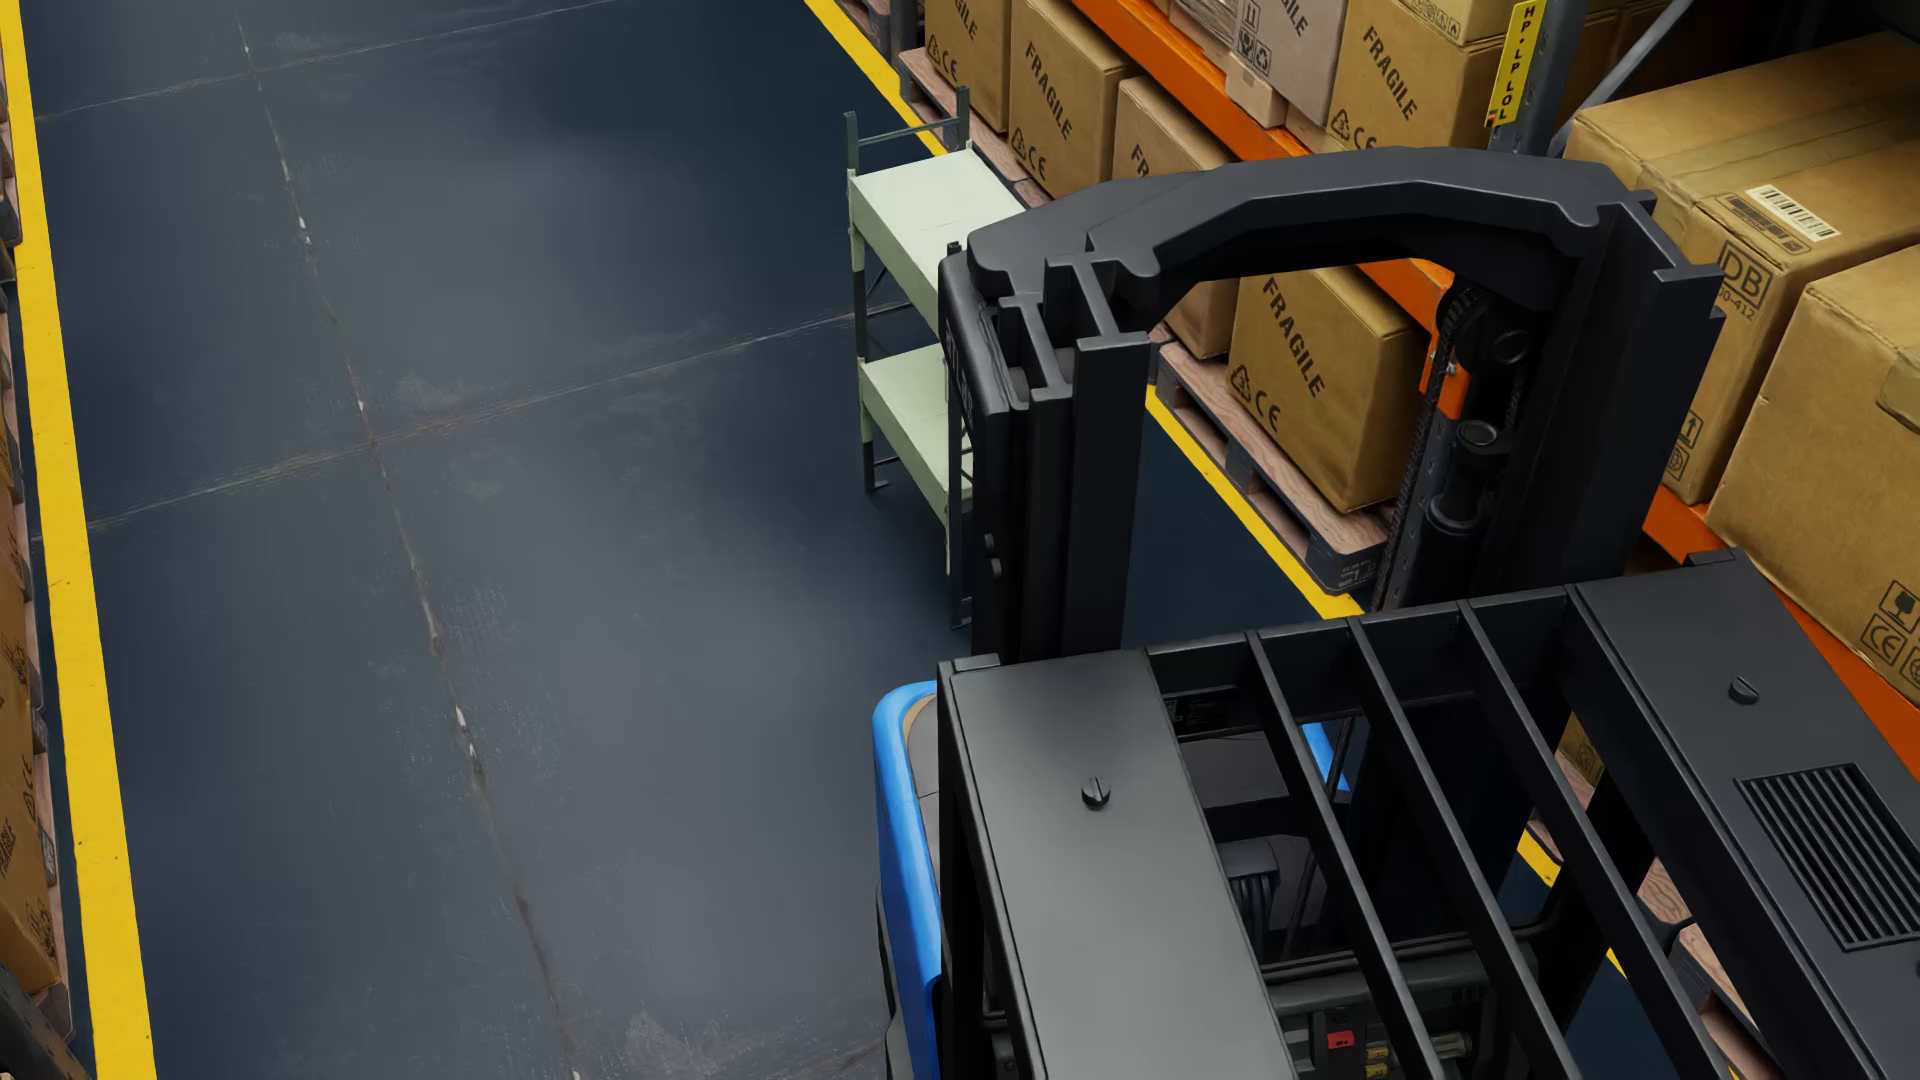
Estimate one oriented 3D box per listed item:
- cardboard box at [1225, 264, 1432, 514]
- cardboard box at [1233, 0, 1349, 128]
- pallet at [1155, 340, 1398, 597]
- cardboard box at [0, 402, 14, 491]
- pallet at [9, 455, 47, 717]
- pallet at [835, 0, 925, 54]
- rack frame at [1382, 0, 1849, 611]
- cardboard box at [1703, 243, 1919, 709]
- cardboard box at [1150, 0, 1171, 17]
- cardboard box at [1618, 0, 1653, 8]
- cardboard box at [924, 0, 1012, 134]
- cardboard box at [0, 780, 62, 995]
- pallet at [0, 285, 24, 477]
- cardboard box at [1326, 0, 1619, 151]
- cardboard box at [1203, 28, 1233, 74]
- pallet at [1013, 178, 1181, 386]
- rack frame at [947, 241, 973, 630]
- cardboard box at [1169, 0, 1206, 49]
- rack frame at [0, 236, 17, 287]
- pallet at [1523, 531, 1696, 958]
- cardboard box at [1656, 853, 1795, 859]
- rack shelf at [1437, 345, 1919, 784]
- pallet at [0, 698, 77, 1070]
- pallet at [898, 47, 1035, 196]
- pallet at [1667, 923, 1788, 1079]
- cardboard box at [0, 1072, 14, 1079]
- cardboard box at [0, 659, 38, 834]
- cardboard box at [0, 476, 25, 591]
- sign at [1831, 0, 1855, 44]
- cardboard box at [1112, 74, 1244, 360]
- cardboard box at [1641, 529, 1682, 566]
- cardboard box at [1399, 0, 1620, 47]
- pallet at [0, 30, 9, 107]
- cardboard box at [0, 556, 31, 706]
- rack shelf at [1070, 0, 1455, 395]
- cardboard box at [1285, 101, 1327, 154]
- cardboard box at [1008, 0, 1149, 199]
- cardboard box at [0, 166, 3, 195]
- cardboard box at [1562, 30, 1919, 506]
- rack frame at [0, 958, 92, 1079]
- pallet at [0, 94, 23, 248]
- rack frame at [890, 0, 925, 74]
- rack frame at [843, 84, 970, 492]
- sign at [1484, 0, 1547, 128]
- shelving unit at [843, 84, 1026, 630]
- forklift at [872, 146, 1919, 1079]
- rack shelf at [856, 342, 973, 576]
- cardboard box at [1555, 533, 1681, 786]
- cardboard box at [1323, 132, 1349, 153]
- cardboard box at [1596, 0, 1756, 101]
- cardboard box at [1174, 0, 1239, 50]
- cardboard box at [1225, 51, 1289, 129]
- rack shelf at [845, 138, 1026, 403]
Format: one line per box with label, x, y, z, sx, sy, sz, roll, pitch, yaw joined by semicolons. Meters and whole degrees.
cardboard box;1.438;-0.690;5.545;0.750;0.750;0.750;-18;47;-17
cardboard box;1.183;-1.620;4.959;0.500;0.500;0.500;-18;47;-17
pallet;1.436;-0.407;6.012;1.003;0.211;1.213;-18;47;-17
cardboard box;-3.522;-0.424;5.510;0.500;0.500;0.500;-20;48;-19
pallet;-3.557;0.242;5.354;1.003;0.211;1.213;-18;47;-17
pallet;-0.180;-2.985;8.625;1.003;0.211;1.213;-18;47;-17
rack frame;1.829;-0.930;4.557;1.000;3.000;0.127;-18;47;-17
cardboard box;2.344;-0.219;3.623;0.980;0.700;0.700;-19;48;-18
cardboard box;0.834;-1.975;5.780;0.380;0.149;0.250;-17;47;-16
cardboard box;1.872;-1.715;4.522;0.500;0.250;0.500;-17;47;-16
cardboard box;0.337;-2.356;7.233;0.750;0.750;0.750;-19;48;-18
cardboard box;-2.646;0.888;4.180;0.500;0.500;0.500;-20;48;-19
pallet;-4.066;-0.534;6.141;1.003;0.211;1.213;-18;47;-17
cardboard box;1.406;-1.298;4.633;0.500;0.500;0.500;-19;48;-18
cardboard box;1.027;-1.638;5.439;0.380;0.149;0.250;-18;47;-17
pallet;0.919;-1.185;6.801;1.003;0.211;1.213;-18;47;-17
rack frame;0.151;-0.305;4.991;0.400;1.500;0.023;-18;47;-17
cardboard box;0.935;-1.802;5.605;0.380;0.149;0.250;-19;48;-18
rack frame;-4.346;-2.014;5.655;1.000;3.000;0.127;-18;47;-17
pallet;2.078;0.570;5.022;1.003;0.211;1.213;-18;47;-17
cardboard box;2.258;0.638;4.448;0.700;0.500;0.500;-18;48;-18
rack shelf;2.670;0.601;3.518;1.077;0.370;4.000;-18;47;-17
pallet;-3.040;1.021;4.565;1.003;0.211;1.213;-18;47;-17
pallet;0.410;-1.962;7.588;1.003;0.211;1.213;-18;47;-17
pallet;2.594;1.349;4.233;1.003;0.211;1.213;-18;47;-17
cardboard box;-2.167;1.548;3.512;0.500;0.500;0.500;-18;47;-17
cardboard box;-2.881;0.552;4.522;0.500;0.500;0.500;-17;47;-17
cardboard box;-3.296;-0.091;5.173;0.500;0.500;0.500;-20;48;-19
sign;2.332;-1.431;4.392;0.100;0.325;0.005;-18;47;-17
cardboard box;1.061;-1.256;6.118;0.750;0.750;0.750;-17;47;-16
cardboard box;2.169;-0.065;4.699;0.380;0.149;0.250;-18;47;-18
cardboard box;1.400;-1.568;4.372;0.500;0.250;0.500;-17;47;-16
pallet;-5.166;-2.334;7.965;1.003;0.211;1.213;-18;47;-17
cardboard box;-3.084;0.231;4.847;0.500;0.500;0.500;-17;47;-17
rack shelf;0.988;-1.948;6.101;1.077;0.370;4.000;-18;47;-17
cardboard box;1.234;-1.312;5.108;0.380;0.149;0.250;-17;47;-16
cardboard box;0.700;-1.796;6.666;0.750;0.750;0.750;-18;47;-18
cardboard box;-4.300;-1.605;6.899;0.500;0.250;0.500;-18;47;-18
cardboard box;2.042;-0.686;4.096;0.980;0.700;0.700;-17;47;-17
rack frame;-2.661;0.534;3.073;0.949;2.616;0.053;-18;47;-17
pallet;-4.657;-1.557;7.178;1.003;0.211;1.213;-18;47;-17
rack frame;0.147;-3.479;7.140;1.000;3.000;0.127;-18;47;-17
rack frame;-0.157;-0.771;5.464;0.400;1.500;0.023;-18;47;-17
sign;1.341;-1.147;4.009;0.100;0.325;0.005;-18;47;-17
shelving unit;-0.003;-0.538;5.228;0.431;1.500;0.755;-18;47;-17
forklift;0.560;1.020;2.629;1.130;2.935;3.031;-8;45;-8
rack shelf;-0.003;-0.306;5.457;0.431;0.370;0.720;-18;47;-17
cardboard box;2.050;0.317;4.774;0.700;0.500;0.500;-17;47;-17
cardboard box;1.302;-1.133;4.927;0.380;0.149;0.250;-17;47;-17
cardboard box;1.864;-1.446;4.783;0.500;0.500;0.500;-20;48;-19
cardboard box;0.979;-1.943;5.286;0.500;0.500;0.500;-18;47;-17
cardboard box;1.070;-1.463;5.261;0.380;0.149;0.250;-18;47;-17
rack shelf;-0.003;-0.816;4.953;0.431;0.370;0.720;-18;47;-17
